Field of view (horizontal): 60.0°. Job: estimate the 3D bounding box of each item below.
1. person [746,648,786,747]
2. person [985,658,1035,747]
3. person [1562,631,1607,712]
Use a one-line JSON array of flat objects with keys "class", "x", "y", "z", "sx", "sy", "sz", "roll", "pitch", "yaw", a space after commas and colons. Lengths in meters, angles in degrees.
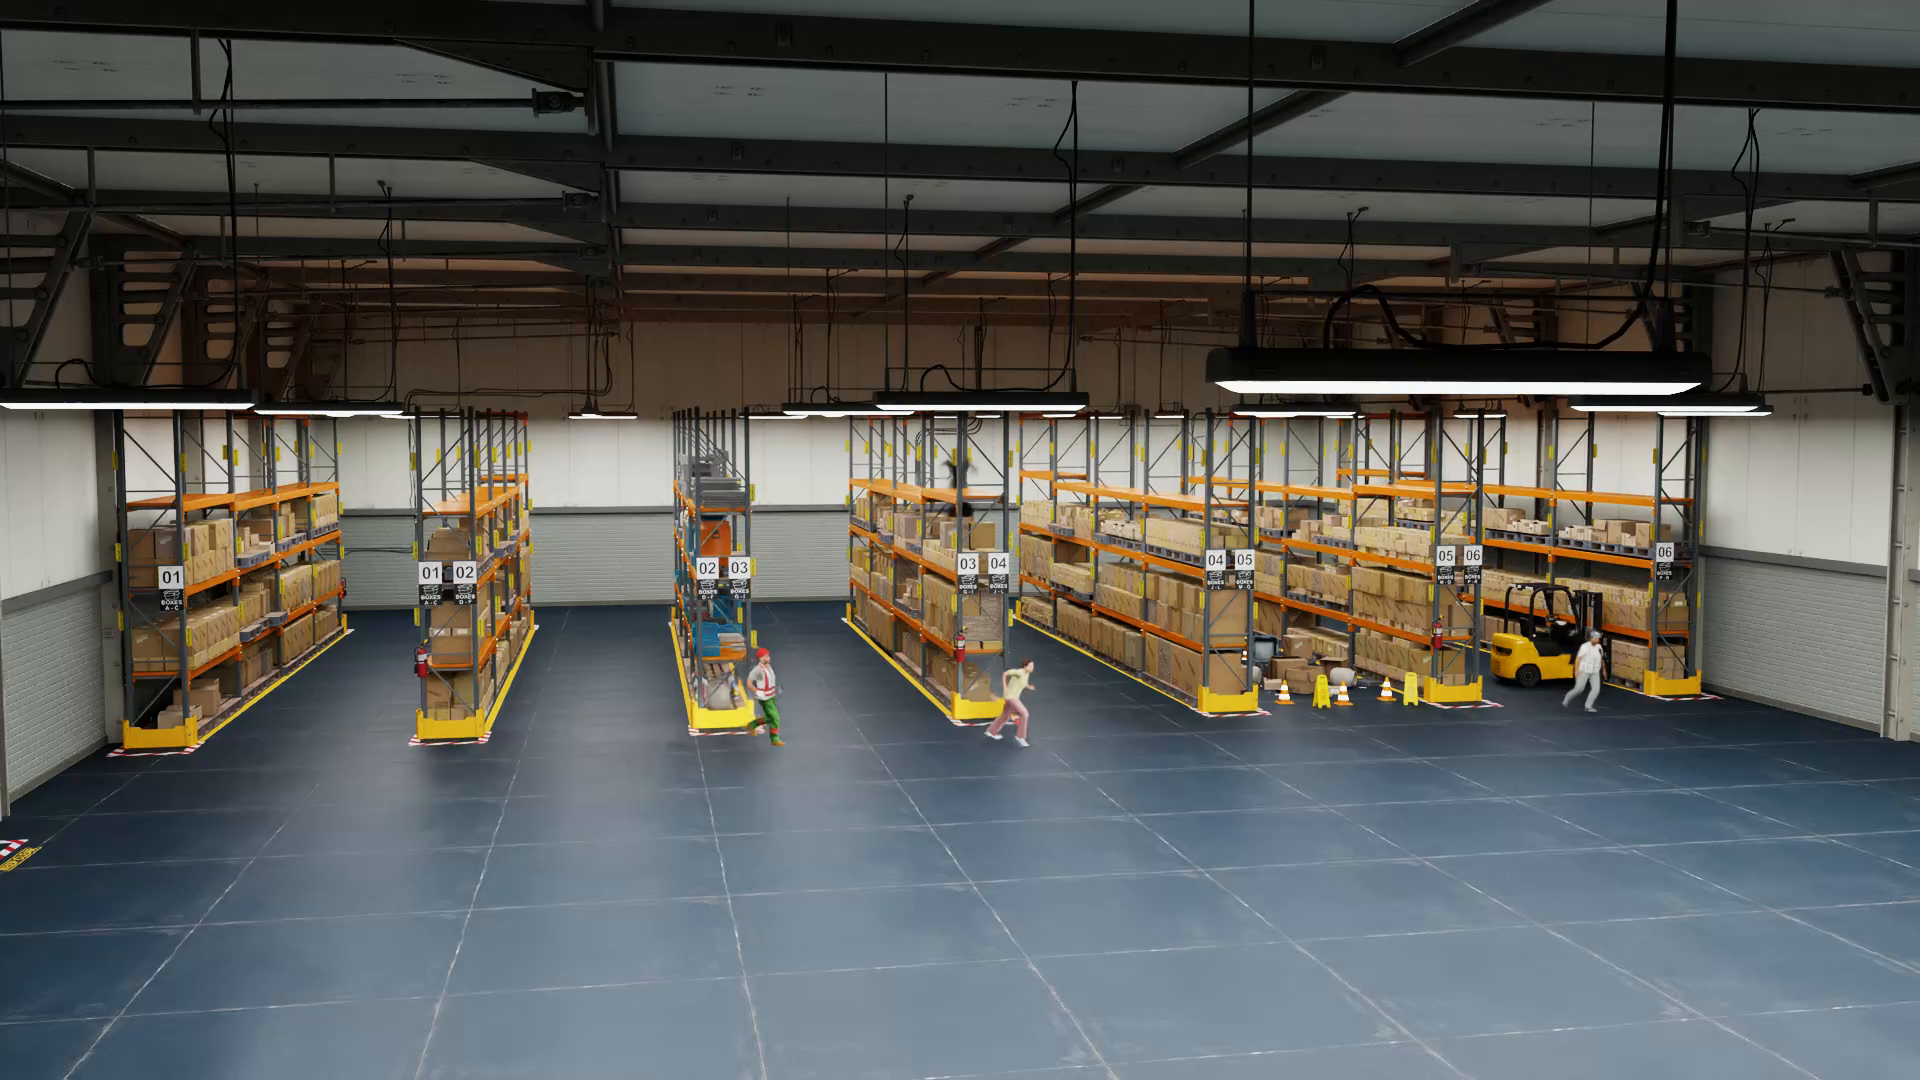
[{"class": "person", "x": -3.482, "y": 2.768, "z": 29.265, "sx": 0.817, "sy": 1.742, "sz": 0.654, "roll": 1, "pitch": 4, "yaw": 20}, {"class": "person", "x": 0.875, "y": 2.867, "z": 29.445, "sx": 0.946, "sy": 1.618, "sz": 0.618, "roll": 2, "pitch": 5, "yaw": 28}, {"class": "person", "x": 12.358, "y": 2.587, "z": 32.869, "sx": 0.698, "sy": 1.598, "sz": 0.672, "roll": -1, "pitch": 4, "yaw": -12}]
